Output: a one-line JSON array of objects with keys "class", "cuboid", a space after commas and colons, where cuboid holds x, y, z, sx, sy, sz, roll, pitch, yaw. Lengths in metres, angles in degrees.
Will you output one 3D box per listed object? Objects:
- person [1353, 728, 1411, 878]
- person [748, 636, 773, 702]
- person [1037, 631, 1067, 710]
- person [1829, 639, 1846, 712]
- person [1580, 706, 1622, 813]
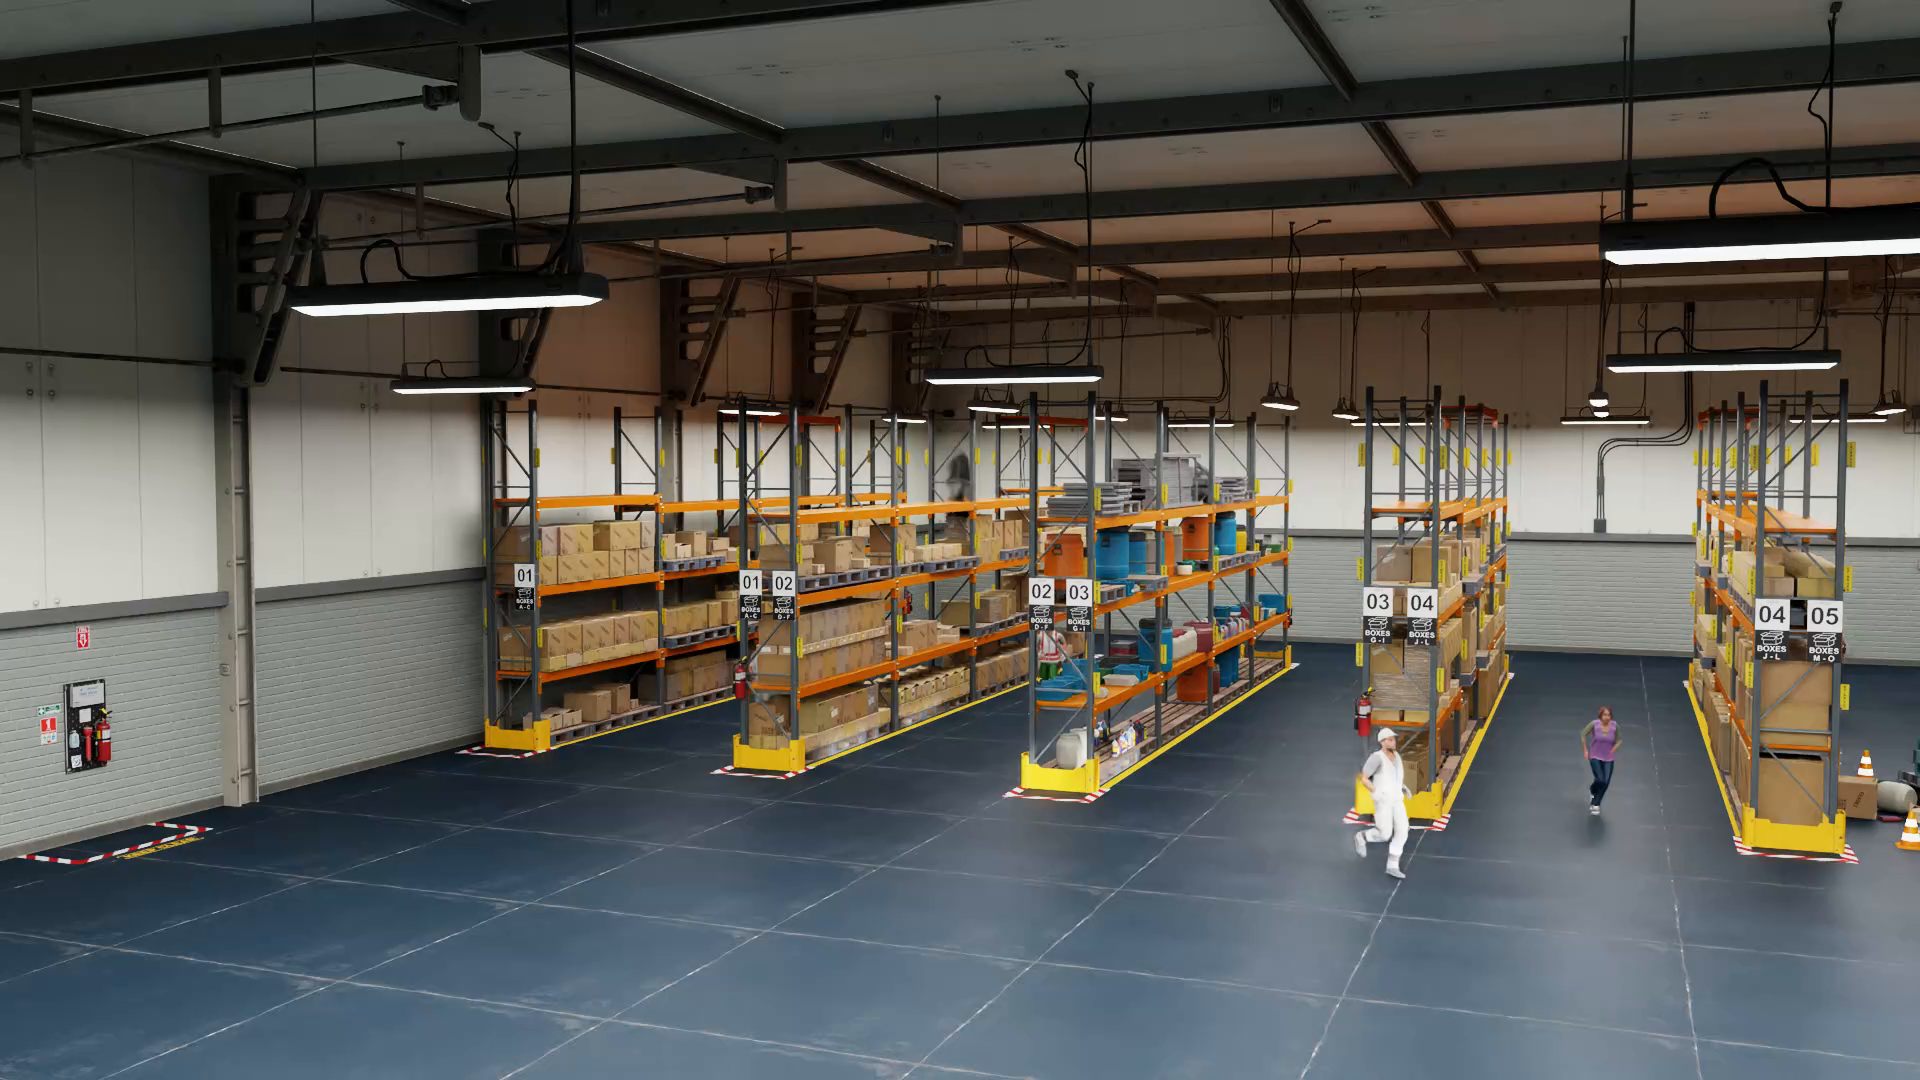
[{"class": "person", "cuboid": [5.128, 3.145, 20.063, 0.673, 1.760, 0.796, -2, 3, -31]}, {"class": "person", "cuboid": [-3.627, 2.623, 30.667, 0.647, 1.724, 0.670, 1, 3, 11]}, {"class": "person", "cuboid": [1.784, 2.462, 33.340, 0.672, 1.795, 0.865, 0, 3, 5]}, {"class": "person", "cuboid": [17.050, 2.557, 32.658, 0.640, 1.743, 0.907, 1, 3, 16]}, {"class": "person", "cuboid": [8.993, 3.081, 23.265, 0.511, 1.541, 0.588, 0, 3, 4]}]
